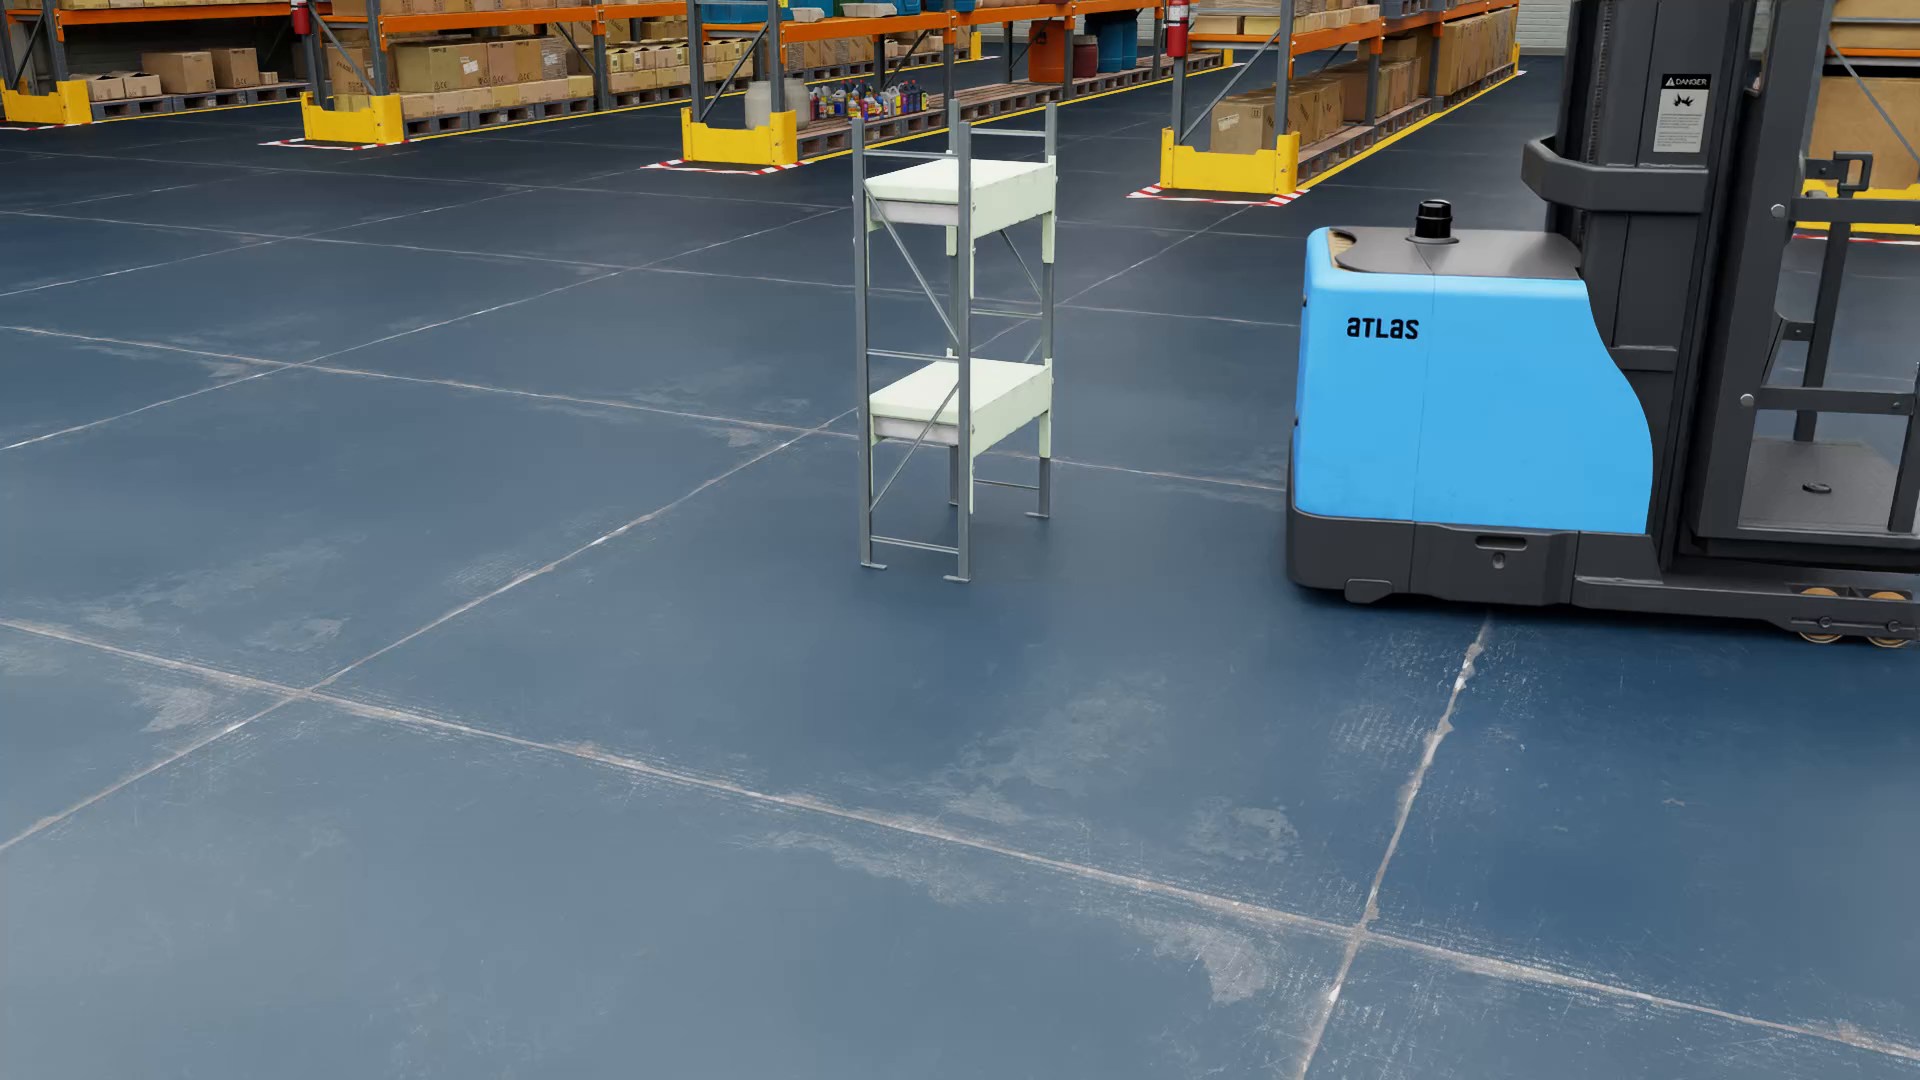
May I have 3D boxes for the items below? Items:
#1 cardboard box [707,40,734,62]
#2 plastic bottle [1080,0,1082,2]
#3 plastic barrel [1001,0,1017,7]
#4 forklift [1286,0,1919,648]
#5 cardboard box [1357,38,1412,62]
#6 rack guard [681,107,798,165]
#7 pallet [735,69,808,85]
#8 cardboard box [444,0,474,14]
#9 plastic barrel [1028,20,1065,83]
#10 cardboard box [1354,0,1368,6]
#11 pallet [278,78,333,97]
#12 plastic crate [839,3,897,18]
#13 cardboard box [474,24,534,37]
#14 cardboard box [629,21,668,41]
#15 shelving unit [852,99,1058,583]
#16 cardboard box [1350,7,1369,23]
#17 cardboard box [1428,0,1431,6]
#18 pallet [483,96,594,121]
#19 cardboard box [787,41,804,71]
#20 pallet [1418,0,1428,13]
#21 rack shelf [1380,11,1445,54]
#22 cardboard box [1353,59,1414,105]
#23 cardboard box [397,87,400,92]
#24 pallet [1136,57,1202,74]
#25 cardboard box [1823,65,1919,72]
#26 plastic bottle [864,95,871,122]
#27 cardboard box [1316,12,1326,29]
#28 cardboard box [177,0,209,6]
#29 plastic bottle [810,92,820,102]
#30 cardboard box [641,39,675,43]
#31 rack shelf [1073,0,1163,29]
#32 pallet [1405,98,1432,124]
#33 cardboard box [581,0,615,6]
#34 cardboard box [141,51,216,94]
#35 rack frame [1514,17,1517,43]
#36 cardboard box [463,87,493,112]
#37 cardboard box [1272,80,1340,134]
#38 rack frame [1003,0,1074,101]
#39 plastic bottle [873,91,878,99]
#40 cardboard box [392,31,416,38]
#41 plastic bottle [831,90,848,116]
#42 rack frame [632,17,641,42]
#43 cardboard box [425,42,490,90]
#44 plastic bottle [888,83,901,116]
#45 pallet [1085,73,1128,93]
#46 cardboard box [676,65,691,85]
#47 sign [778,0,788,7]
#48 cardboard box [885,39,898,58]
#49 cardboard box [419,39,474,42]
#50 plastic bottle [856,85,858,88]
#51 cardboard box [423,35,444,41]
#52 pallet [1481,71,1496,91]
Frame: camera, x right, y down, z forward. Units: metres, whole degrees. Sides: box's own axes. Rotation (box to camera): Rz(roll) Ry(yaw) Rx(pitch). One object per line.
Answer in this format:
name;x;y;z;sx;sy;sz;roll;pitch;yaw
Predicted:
cardboard box;-3.624;-7.116;24.141;0.500;0.311;0.500;8;21;22
plastic bottle;1.675;-7.678;23.378;0.097;0.201;0.097;0;20;0
plastic barrel;0.522;-7.082;21.204;0.433;0.535;0.433;0;20;0
forklift;2.634;-1.247;5.100;3.031;2.935;1.130;3;20;10
cardboard box;5.154;-5.953;20.186;0.500;0.250;0.500;11;22;29
rack guard;-2.197;-4.029;16.550;1.175;0.500;0.348;9;21;23
pallet;-3.087;-7.212;25.933;1.003;0.211;1.213;9;21;23
cardboard box;-6.081;-6.358;19.220;0.700;0.500;0.500;9;21;23
plastic barrel;1.275;-6.949;23.645;0.600;0.830;0.708;9;21;23
cardboard box;3.730;-5.778;17.146;0.875;0.500;0.500;9;21;23
pallet;-9.268;-6.683;24.446;1.003;0.211;1.213;9;21;23
plastic crate;-0.981;-5.744;18.037;0.530;0.136;0.437;9;21;23
cardboard box;-7.527;-8.373;27.618;0.750;0.750;0.750;8;21;22
cardboard box;-5.910;-9.439;31.137;0.700;0.500;0.500;9;21;23
shelving unit;-0.003;-0.705;5.712;0.431;1.500;0.755;9;21;23
cardboard box;3.882;-5.260;16.658;0.380;0.149;0.250;9;21;23
cardboard box;6.056;-7.101;21.310;0.500;0.500;0.500;9;22;24
pallet;-5.429;-5.529;21.200;1.003;0.211;1.213;9;21;23
cardboard box;-2.771;-7.593;25.917;0.500;0.500;0.500;8;21;21
pallet;4.836;-6.241;19.328;1.003;0.211;1.213;9;21;23
rack shelf;4.790;-5.992;19.415;1.077;0.370;4.000;9;21;23
cardboard box;5.138;-5.593;20.293;0.700;0.500;0.500;7;21;18
cardboard box;-6.559;-5.119;19.362;0.500;0.250;0.500;9;21;23
pallet;3.492;-8.135;28.530;1.003;0.211;1.213;9;21;23
cardboard box;7.393;-3.468;13.788;0.875;0.875;0.875;8;21;22
plastic bottle;-1.018;-4.715;18.164;0.097;0.271;0.097;0;20;0
cardboard box;3.173;-4.816;15.409;0.380;0.149;0.250;9;21;23
cardboard box;-10.112;-7.050;21.510;0.500;0.250;0.500;9;21;23
plastic bottle;-1.648;-4.838;18.504;0.152;0.276;0.135;8;21;21
cardboard box;-4.328;-7.032;23.906;0.500;0.311;0.500;8;21;21
rack shelf;1.909;-7.895;24.764;1.077;0.370;4.000;9;21;23
pallet;5.288;-5.390;20.810;1.003;0.211;1.213;9;21;23
cardboard box;-4.903;-7.166;21.866;0.500;0.250;0.500;10;22;26
cardboard box;-10.279;-6.156;21.877;0.700;0.500;0.500;7;21;19
rack frame;8.885;-9.388;27.890;1.000;3.000;0.127;9;21;23
cardboard box;-5.874;-5.199;19.589;0.500;0.250;0.500;9;21;23
cardboard box;3.543;-4.447;17.100;0.500;0.500;0.500;17;26;40
rack frame;1.090;-7.622;22.925;1.000;3.000;0.127;9;21;23
plastic bottle;-0.927;-4.898;18.663;0.061;0.283;0.133;9;21;23
cardboard box;-8.692;-7.814;25.418;0.500;0.250;0.500;8;21;22
plastic bottle;-1.363;-4.933;18.772;0.152;0.276;0.135;9;21;23
rack frame;-6.310;-10.204;30.185;1.000;3.000;0.127;9;21;23
cardboard box;-5.884;-5.554;19.468;0.500;0.500;0.500;9;21;23
plastic bottle;-0.759;-4.965;18.749;0.144;0.351;0.185;8;21;22
pallet;1.876;-6.927;25.131;1.003;0.211;1.213;9;21;23
cardboard box;-4.044;-6.542;23.364;0.500;0.250;0.500;9;21;24
sign;-1.685;-5.230;15.786;0.100;0.325;0.005;9;21;23
cardboard box;-1.420;-8.565;28.931;0.500;0.311;0.500;9;21;23
cardboard box;-6.153;-5.778;20.097;0.500;0.500;0.500;9;21;23
plastic bottle;-1.185;-5.183;19.476;0.152;0.276;0.135;9;22;25
cardboard box;-8.512;-7.642;26.055;0.700;0.500;0.500;9;21;23
pallet;7.630;-7.073;25.543;1.003;0.211;1.213;9;21;23
